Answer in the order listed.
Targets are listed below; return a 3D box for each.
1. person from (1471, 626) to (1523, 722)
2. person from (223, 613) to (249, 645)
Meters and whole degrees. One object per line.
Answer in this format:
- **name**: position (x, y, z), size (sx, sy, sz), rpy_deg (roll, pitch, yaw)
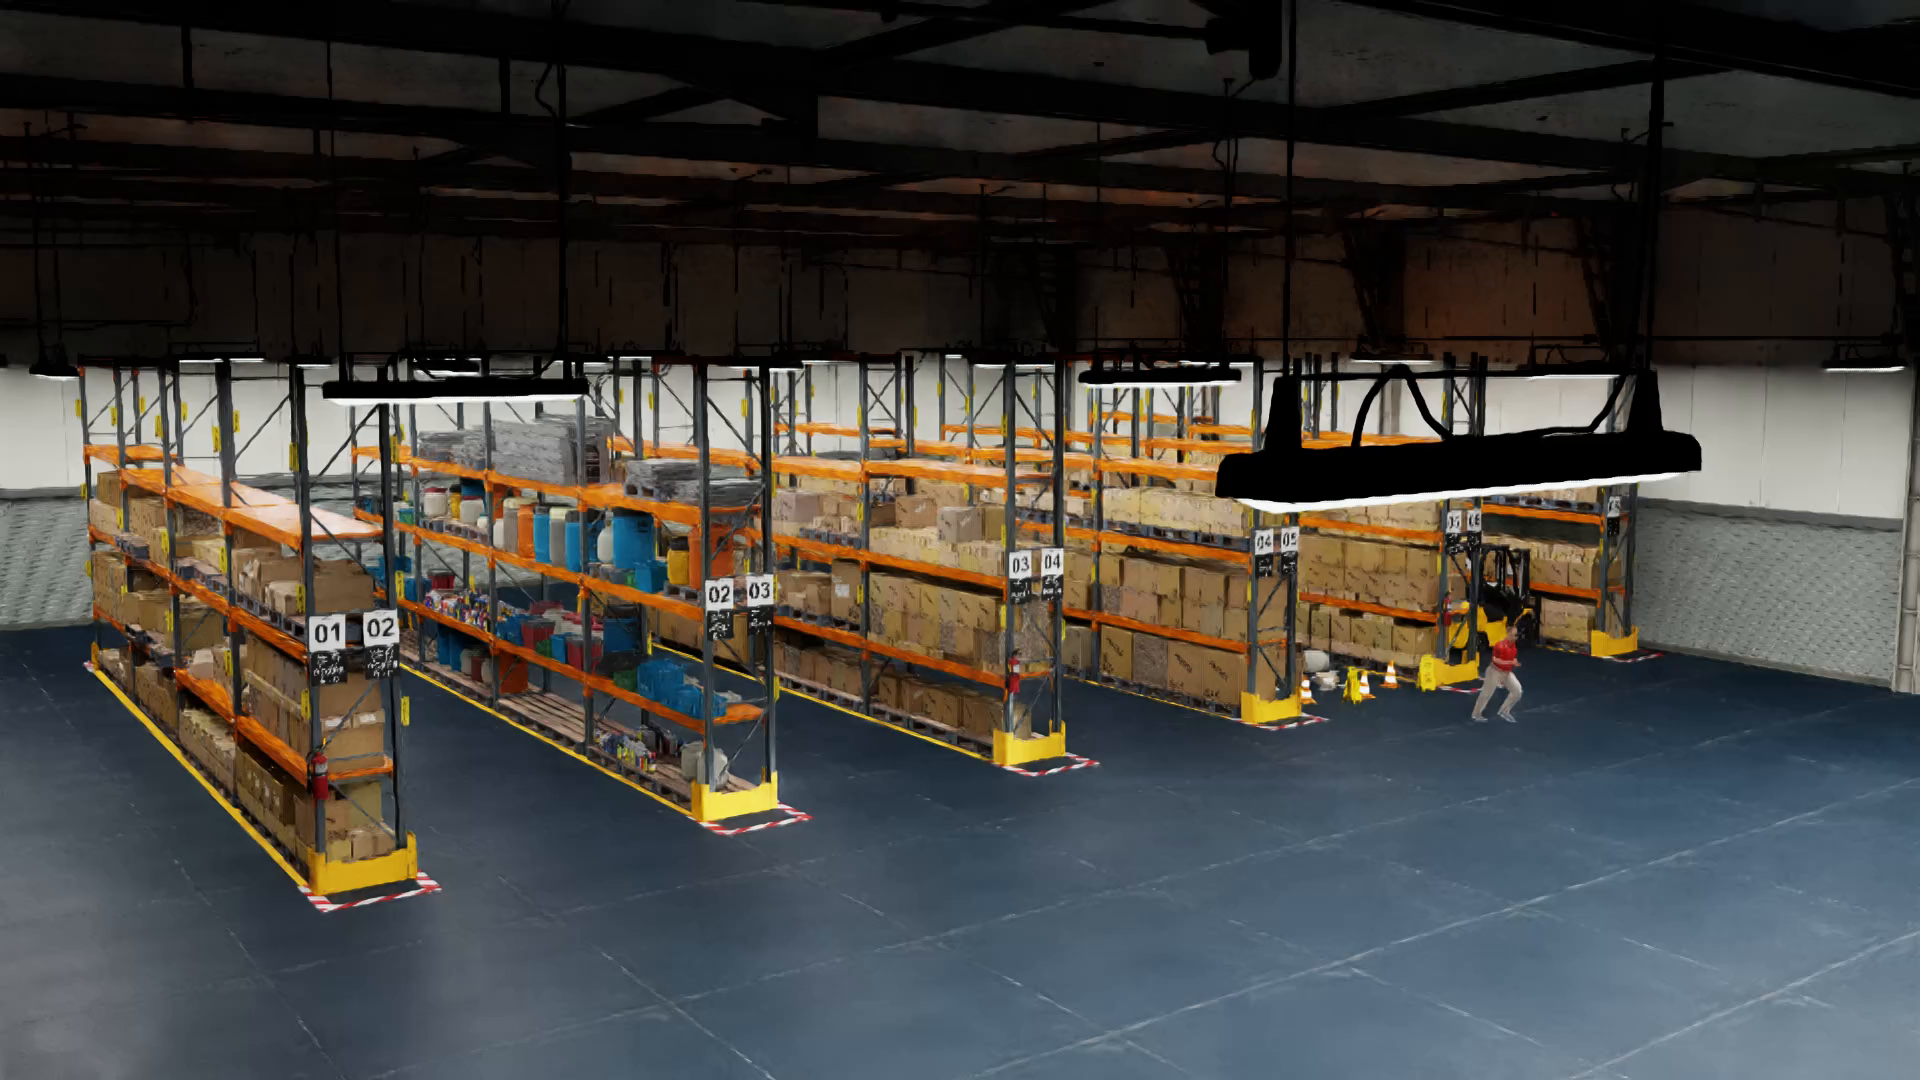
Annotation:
- **person**: position (8.927, 2.202, 27.355), size (0.655, 1.641, 0.937), rpy_deg (-4, 8, -30)
- **person**: position (-14.564, 1.454, 33.741), size (0.631, 1.602, 0.802), rpy_deg (-6, 9, -40)
